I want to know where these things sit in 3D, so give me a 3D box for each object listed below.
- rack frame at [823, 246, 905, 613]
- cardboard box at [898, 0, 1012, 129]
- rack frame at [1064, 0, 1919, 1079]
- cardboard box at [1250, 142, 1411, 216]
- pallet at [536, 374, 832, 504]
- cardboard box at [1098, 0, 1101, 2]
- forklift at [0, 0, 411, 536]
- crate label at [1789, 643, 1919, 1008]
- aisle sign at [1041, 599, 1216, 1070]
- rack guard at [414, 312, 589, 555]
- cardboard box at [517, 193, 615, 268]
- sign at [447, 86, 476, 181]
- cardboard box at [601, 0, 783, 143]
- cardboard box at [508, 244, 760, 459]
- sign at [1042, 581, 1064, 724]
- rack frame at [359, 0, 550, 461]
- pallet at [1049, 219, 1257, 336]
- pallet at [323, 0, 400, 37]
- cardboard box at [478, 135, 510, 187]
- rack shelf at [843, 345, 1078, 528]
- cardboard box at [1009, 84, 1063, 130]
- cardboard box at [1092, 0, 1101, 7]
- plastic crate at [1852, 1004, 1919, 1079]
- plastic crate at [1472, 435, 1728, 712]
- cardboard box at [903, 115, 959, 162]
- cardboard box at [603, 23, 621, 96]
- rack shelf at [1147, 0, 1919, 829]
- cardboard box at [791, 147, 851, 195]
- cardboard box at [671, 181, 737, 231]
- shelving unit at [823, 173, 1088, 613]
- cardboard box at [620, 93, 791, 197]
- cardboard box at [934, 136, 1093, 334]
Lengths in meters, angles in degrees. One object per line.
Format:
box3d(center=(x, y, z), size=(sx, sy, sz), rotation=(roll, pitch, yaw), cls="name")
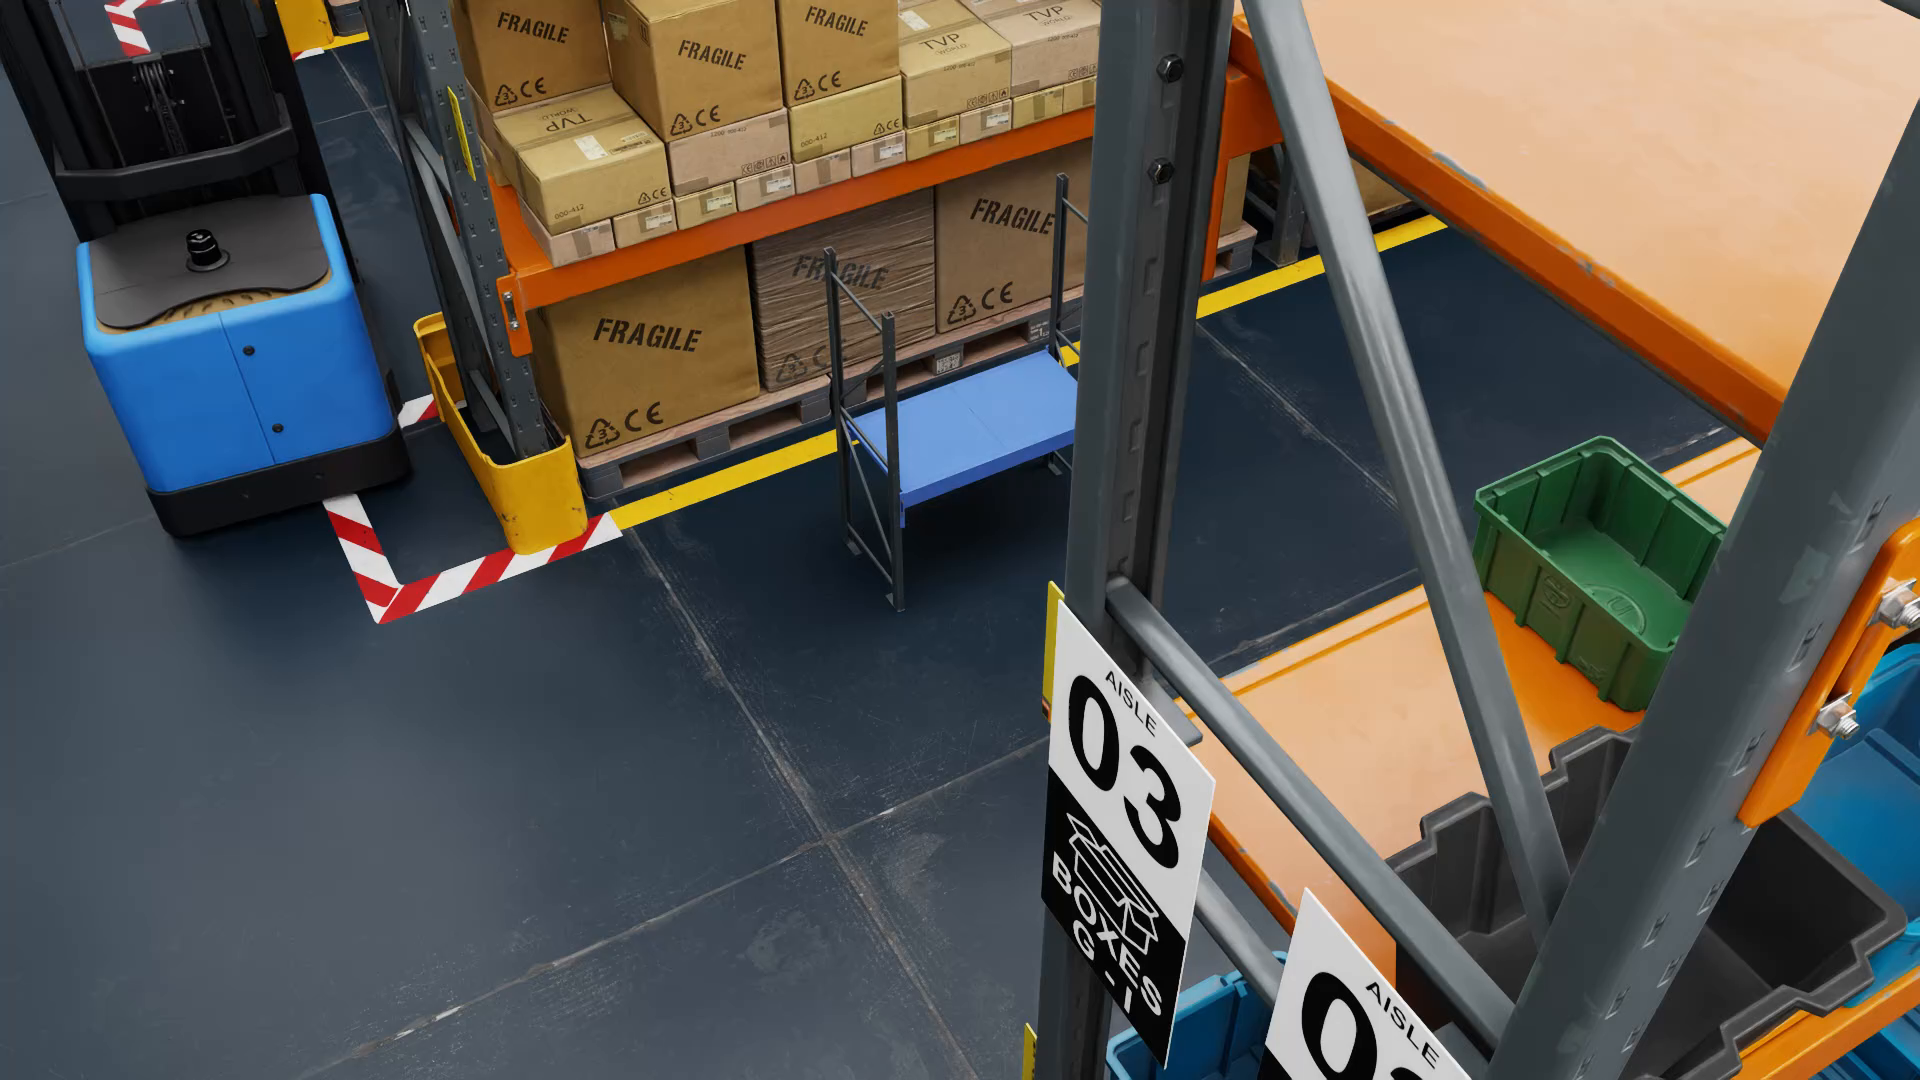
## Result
box3d(center=(-0.367, -0.391, 6.506), size=(0.032, 1.500, 0.500), rotation=(-22, 48, -21), cls="rack frame")
box3d(center=(-0.126, -2.012, 6.993), size=(0.500, 0.250, 0.500), rotation=(-23, 49, -22), cls="cardboard box")
box3d(center=(0.456, -0.577, 1.312), size=(0.127, 3.000, 1.000), rotation=(-22, 48, -21), cls="rack frame")
box3d(center=(2.002, -2.425, 8.748), size=(0.875, 0.875, 1.225), rotation=(-22, 48, -21), cls="cardboard box")
box3d(center=(-1.357, -0.739, 7.789), size=(1.213, 0.211, 1.003), rotation=(-22, 48, -21), cls="pallet")
box3d(center=(0.755, -2.632, 7.093), size=(0.500, 0.500, 0.500), rotation=(-21, 48, -21), cls="cardboard box")
box3d(center=(-3.503, -2.106, 7.245), size=(1.130, 2.935, 3.031), rotation=(-17, 47, -17), cls="forklift")
box3d(center=(1.417, 0.428, 2.537), size=(0.502, 0.251, 0.408), rotation=(-22, 48, -21), cls="crate label")
box3d(center=(0.248, 0.491, 2.653), size=(0.004, 0.787, 0.394), rotation=(-22, 48, -21), cls="aisle sign")
box3d(center=(-2.032, -0.509, 7.345), size=(0.348, 0.500, 1.175), rotation=(-22, 48, -21), cls="rack guard")
box3d(center=(-1.539, -1.248, 6.492), size=(0.250, 0.149, 0.380), rotation=(-21, 48, -21), cls="cardboard box")
box3d(center=(-1.740, -1.417, 5.807), size=(0.005, 0.325, 0.100), rotation=(-22, 48, -21), cls="sign")
box3d(center=(-1.027, -1.914, 6.353), size=(0.500, 0.500, 0.500), rotation=(-23, 49, -22), cls="cardboard box")
box3d(center=(-1.496, -1.073, 7.356), size=(0.875, 0.875, 0.875), rotation=(-22, 48, -21), cls="cardboard box")
box3d(center=(0.168, 0.211, 2.730), size=(0.005, 0.325, 0.100), rotation=(-22, 48, -21), cls="sign")
box3d(center=(-2.011, -1.415, 6.483), size=(0.127, 3.000, 1.000), rotation=(-22, 48, -21), cls="rack frame")
box3d(center=(0.759, -1.585, 8.661), size=(1.213, 0.211, 1.003), rotation=(-22, 48, -21), cls="pallet")
box3d(center=(-3.607, -3.731, 10.872), size=(1.213, 0.211, 1.003), rotation=(-22, 48, -21), cls="pallet")
box3d(center=(-1.867, -1.647, 6.903), size=(0.250, 0.149, 0.380), rotation=(-21, 48, -20), cls="cardboard box")
box3d(center=(0.074, -0.439, 6.813), size=(1.000, 0.185, 0.538), rotation=(-22, 48, -21), cls="rack shelf")
box3d(center=(0.242, -1.963, 7.228), size=(0.250, 0.149, 0.380), rotation=(-23, 48, -22), cls="cardboard box")
box3d(center=(0.757, -2.363, 7.354), size=(0.500, 0.250, 0.500), rotation=(-20, 48, -20), cls="cardboard box")
box3d(center=(2.236, 1.167, 3.900), size=(0.300, 0.233, 0.416), rotation=(-22, 48, -21), cls="plastic crate")
box3d(center=(1.169, 0.061, 2.961), size=(0.336, 0.188, 0.450), rotation=(-22, 48, -21), cls="plastic crate")
box3d(center=(-0.206, -1.783, 7.043), size=(0.250, 0.149, 0.380), rotation=(-23, 49, -22), cls="cardboard box")
box3d(center=(-1.283, -1.972, 6.951), size=(0.500, 0.250, 0.500), rotation=(-23, 49, -22), cls="cardboard box")
box3d(center=(2.190, -0.869, 2.417), size=(4.000, 0.370, 1.077), rotation=(-22, 48, -21), cls="rack shelf")
box3d(center=(-0.649, -1.606, 6.861), size=(0.250, 0.149, 0.380), rotation=(-23, 49, -22), cls="cardboard box")
box3d(center=(-1.096, -1.427, 6.677), size=(0.250, 0.149, 0.380), rotation=(-23, 49, -22), cls="cardboard box")
box3d(center=(0.074, -0.568, 6.688), size=(1.048, 1.500, 0.538), rotation=(-22, 48, -21), cls="shelving unit")
box3d(center=(-1.013, -1.655, 6.625), size=(0.500, 0.250, 0.500), rotation=(-22, 48, -21), cls="cardboard box")
box3d(center=(0.064, -1.698, 7.999), size=(0.875, 0.875, 0.875), rotation=(-22, 48, -21), cls="cardboard box")
